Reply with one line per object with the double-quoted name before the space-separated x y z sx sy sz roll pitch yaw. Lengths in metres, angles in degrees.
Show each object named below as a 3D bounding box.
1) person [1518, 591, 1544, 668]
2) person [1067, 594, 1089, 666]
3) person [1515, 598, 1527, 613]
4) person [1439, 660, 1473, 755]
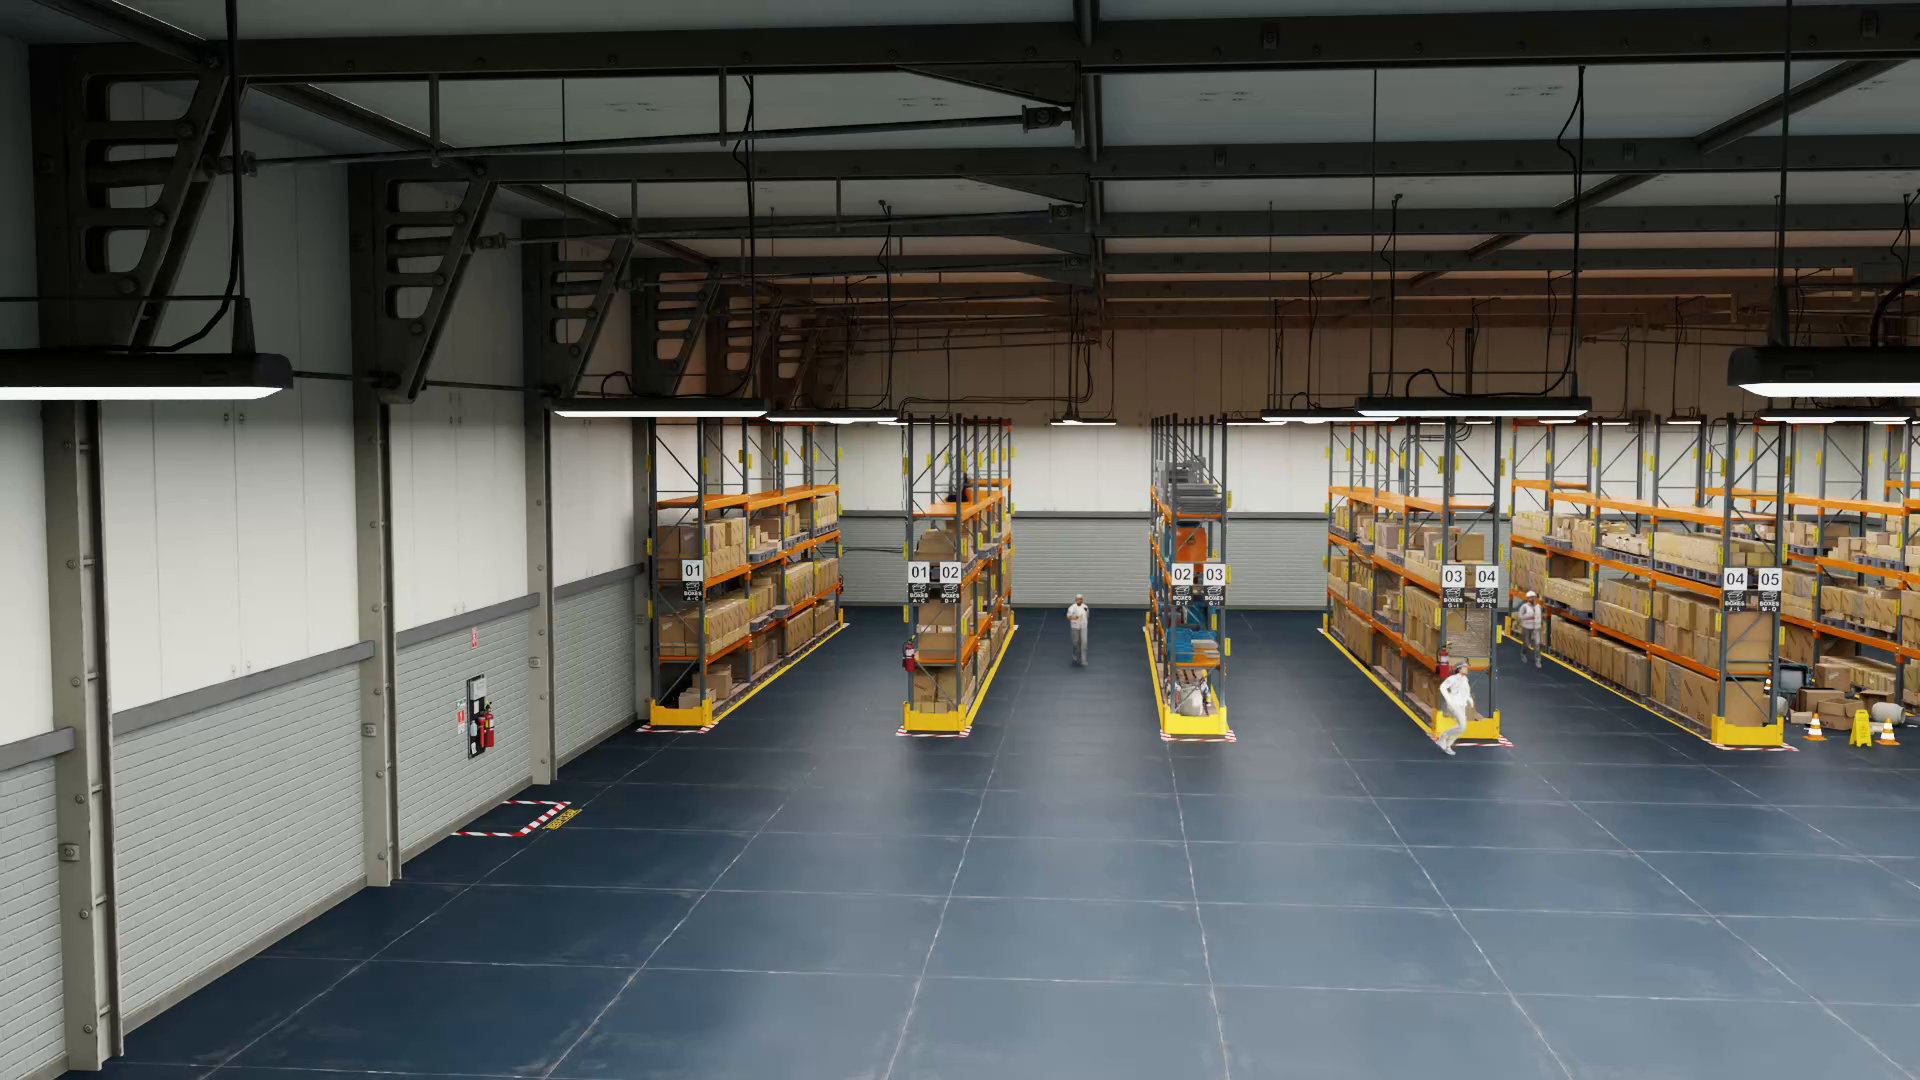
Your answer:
"person" 13.723 2.126 39.964 0.645 1.800 0.918 0 4 1
"person" 2.881 2.161 40.312 0.598 1.688 0.876 0 4 -7
"person" 16.165 1.688 47.244 0.718 1.815 0.684 0 4 2
"person" 8.802 2.901 29.314 0.621 1.582 0.505 -4 5 -42
